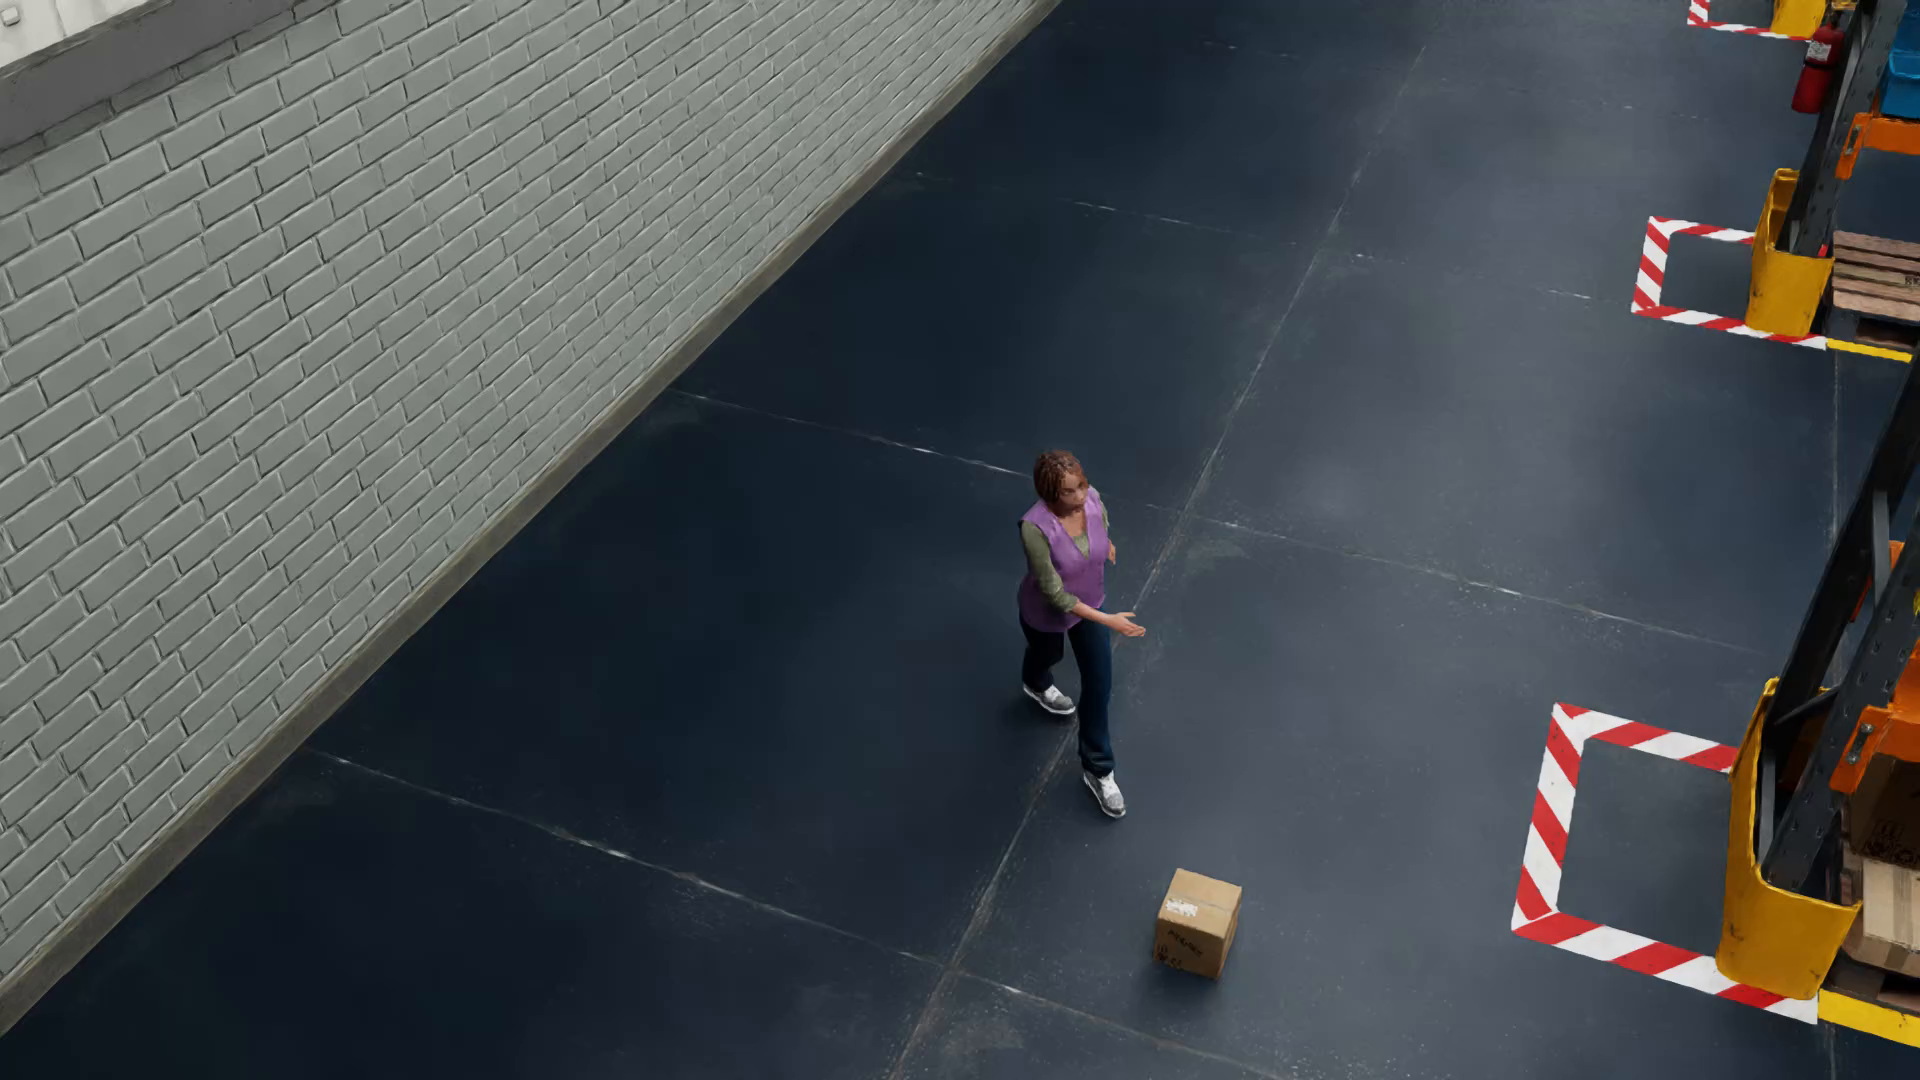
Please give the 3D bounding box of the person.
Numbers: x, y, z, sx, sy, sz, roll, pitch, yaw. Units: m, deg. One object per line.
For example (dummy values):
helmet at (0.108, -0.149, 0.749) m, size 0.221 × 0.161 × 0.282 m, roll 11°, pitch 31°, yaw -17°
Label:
person at (0.493, 0.262, 6.508) m, size 0.578 × 1.545 × 0.856 m, roll -19°, pitch 42°, yaw -23°
